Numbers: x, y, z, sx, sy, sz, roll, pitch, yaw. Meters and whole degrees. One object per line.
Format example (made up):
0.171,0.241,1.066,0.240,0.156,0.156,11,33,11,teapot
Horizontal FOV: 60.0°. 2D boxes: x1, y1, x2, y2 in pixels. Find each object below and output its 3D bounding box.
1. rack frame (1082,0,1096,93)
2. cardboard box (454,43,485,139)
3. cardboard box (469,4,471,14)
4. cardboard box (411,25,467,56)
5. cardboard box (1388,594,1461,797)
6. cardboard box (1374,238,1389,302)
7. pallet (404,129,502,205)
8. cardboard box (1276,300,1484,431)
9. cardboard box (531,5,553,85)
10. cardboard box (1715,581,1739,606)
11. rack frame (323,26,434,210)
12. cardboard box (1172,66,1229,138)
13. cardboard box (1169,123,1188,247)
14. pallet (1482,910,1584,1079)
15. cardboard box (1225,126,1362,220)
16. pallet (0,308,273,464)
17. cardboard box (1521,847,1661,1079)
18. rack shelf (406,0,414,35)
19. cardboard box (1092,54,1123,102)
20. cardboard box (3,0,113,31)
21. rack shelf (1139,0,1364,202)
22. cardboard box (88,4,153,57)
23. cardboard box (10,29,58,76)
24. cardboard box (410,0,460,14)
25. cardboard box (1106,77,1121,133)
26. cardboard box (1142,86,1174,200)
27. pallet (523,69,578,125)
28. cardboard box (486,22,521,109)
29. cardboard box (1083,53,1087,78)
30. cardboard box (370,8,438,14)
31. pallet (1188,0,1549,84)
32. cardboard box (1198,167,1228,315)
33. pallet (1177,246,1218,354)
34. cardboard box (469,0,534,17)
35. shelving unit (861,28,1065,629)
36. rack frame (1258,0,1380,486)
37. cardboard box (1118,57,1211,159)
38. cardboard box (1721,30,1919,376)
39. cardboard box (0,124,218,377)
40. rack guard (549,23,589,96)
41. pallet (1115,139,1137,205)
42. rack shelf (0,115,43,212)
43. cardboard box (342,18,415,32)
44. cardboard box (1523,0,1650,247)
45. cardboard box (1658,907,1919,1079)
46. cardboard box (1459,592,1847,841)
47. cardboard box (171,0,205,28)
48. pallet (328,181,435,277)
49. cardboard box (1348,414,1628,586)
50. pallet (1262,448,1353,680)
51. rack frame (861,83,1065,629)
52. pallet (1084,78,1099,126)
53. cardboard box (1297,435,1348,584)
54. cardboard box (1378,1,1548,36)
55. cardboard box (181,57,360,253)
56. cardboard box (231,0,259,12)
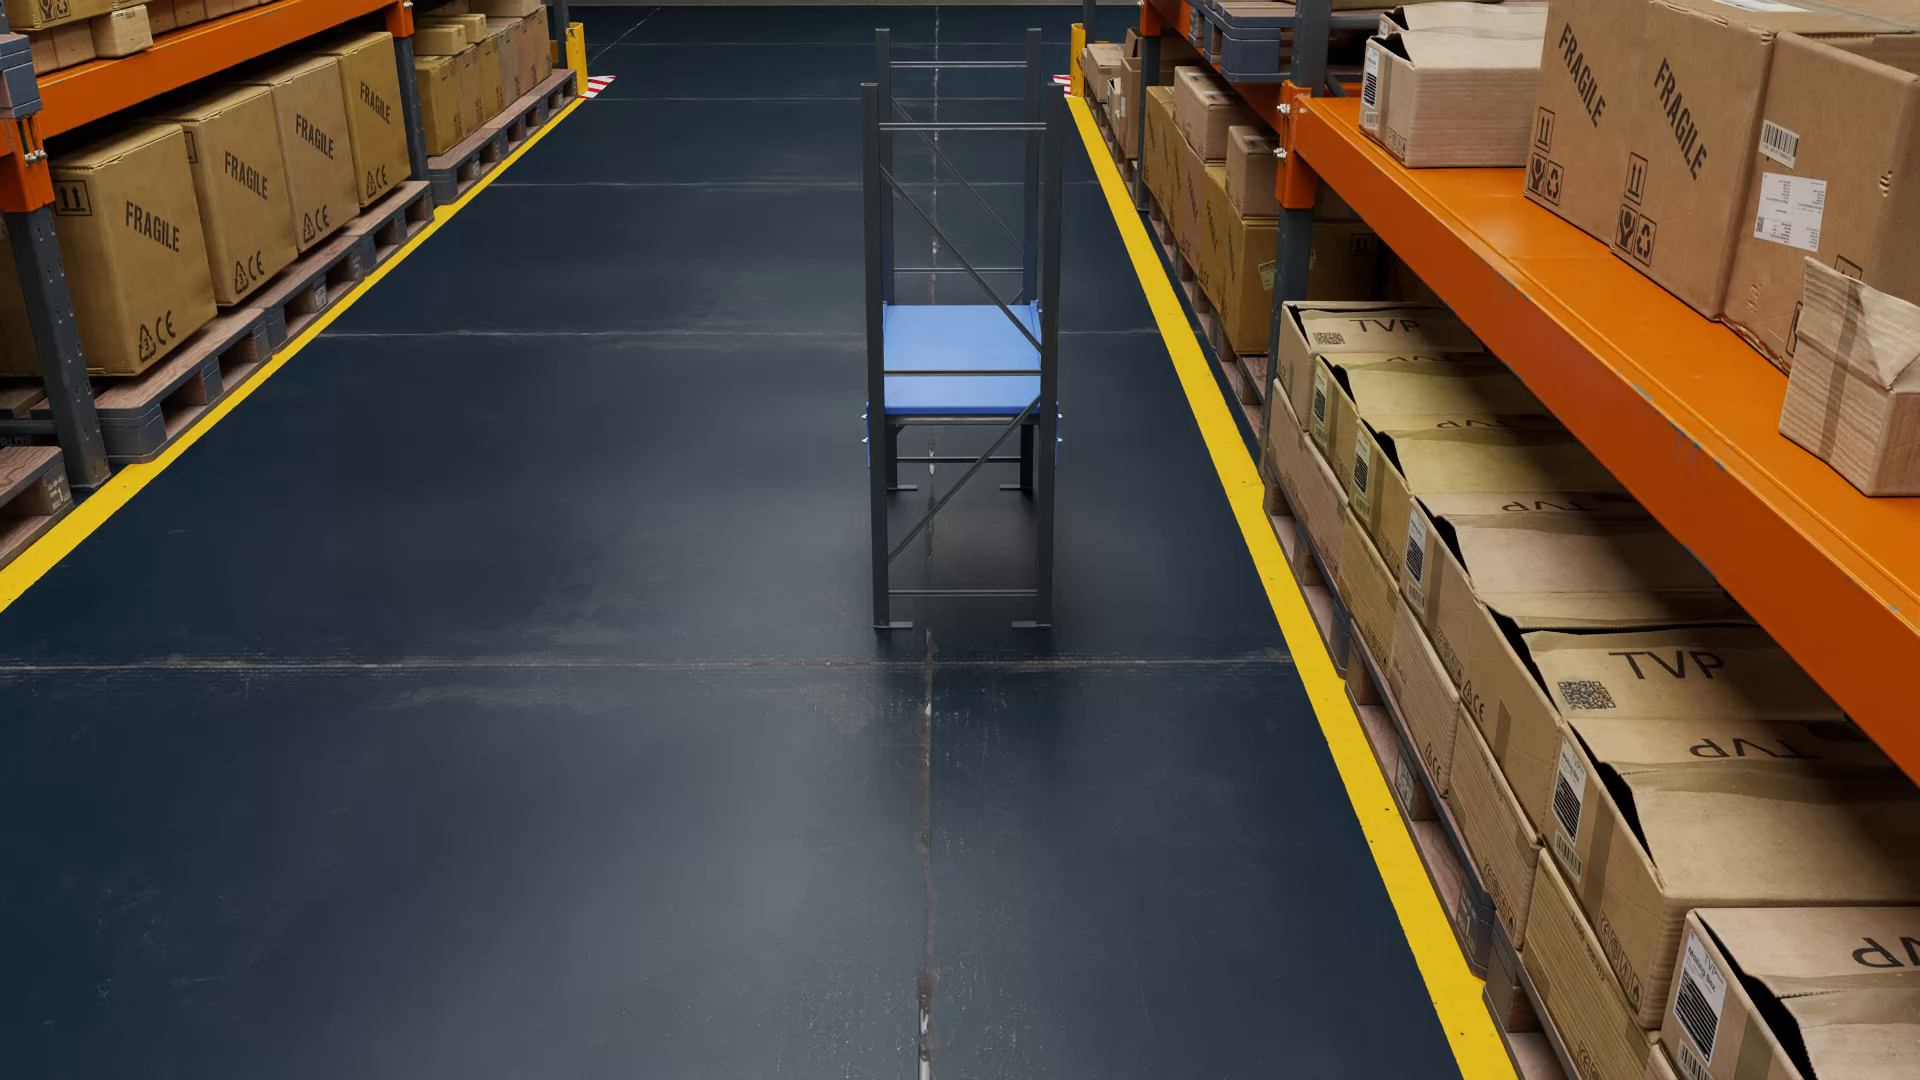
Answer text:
1.448,-4.874,12.387,1.000,3.000,0.127,0,24,-1,rack frame
-3.370,-2.770,10.259,0.700,0.500,0.500,0,24,-1,cardboard box
-3.593,-3.752,11.643,0.380,0.149,0.250,0,24,0,cardboard box
-3.189,-3.001,9.981,0.380,0.149,0.250,1,24,1,cardboard box
1.270,0.333,3.700,0.500,0.250,0.500,0,24,1,cardboard box
1.804,-1.044,6.417,0.500,0.500,0.500,-1,24,-2,cardboard box
-3.392,-2.245,9.958,1.003,0.211,1.213,0,24,-1,pallet
1.247,-0.555,4.983,0.500,0.311,0.500,1,24,1,cardboard box
-3.398,-3.615,12.126,0.700,0.500,0.500,0,24,-1,cardboard box
1.805,0.072,3.598,0.500,0.311,0.500,0,24,1,cardboard box
-3.462,-3.202,8.690,1.000,3.000,0.127,0,24,-1,rack frame
1.264,-2.017,7.659,0.500,0.250,0.500,0,24,0,cardboard box
1.268,-1.661,7.783,0.500,0.500,0.500,0,24,0,cardboard box
1.532,1.038,2.700,1.003,0.211,1.213,0,24,-1,pallet
1.285,-1.388,6.269,0.500,0.250,0.500,1,24,1,cardboard box
-3.352,-0.609,6.340,1.003,0.211,1.213,0,24,-1,pallet
1.280,0.754,2.770,0.500,0.250,0.500,-1,24,-1,cardboard box
-3.484,-3.699,10.661,1.077,0.370,4.000,0,24,-1,rack shelf
1.181,-3.185,11.454,0.500,0.250,0.500,0,24,-1,cardboard box
-3.168,-1.945,5.405,0.500,0.500,0.500,0,24,1,cardboard box
1.513,-2.074,7.069,1.077,0.370,4.000,0,24,-1,rack shelf
-3.103,-1.799,5.868,0.380,0.149,0.250,0,24,1,cardboard box
-3.190,-1.585,5.396,0.380,0.149,0.250,-1,24,-1,cardboard box
-3.587,-3.544,11.183,0.380,0.149,0.250,0,24,0,cardboard box
1.193,-2.744,10.406,0.500,0.311,0.500,0,24,-1,cardboard box
1.253,-2.087,8.724,0.500,0.500,0.500,-1,24,-3,cardboard box
-3.419,-3.251,12.182,1.003,0.211,1.213,0,24,-1,pallet
-3.386,-3.201,11.212,0.700,0.500,0.500,-1,24,-2,cardboard box
1.111,-3.507,12.268,0.380,0.166,0.250,0,24,-1,cardboard box
-3.582,-3.334,10.719,0.380,0.149,0.250,-1,24,-2,cardboard box
1.457,-1.769,5.755,1.213,0.211,1.003,0,24,-1,pallet
1.285,-1.237,6.844,0.500,0.500,0.500,-1,24,-2,cardboard box
1.554,-1.116,7.463,1.003,0.211,1.213,0,24,-1,pallet
-3.211,-3.753,11.645,0.380,0.149,0.250,0,24,1,cardboard box
0.001,-0.648,4.863,0.538,1.500,1.048,0,24,-1,shelving unit
1.535,-1.578,5.099,1.000,3.000,0.127,0,24,-1,rack frame
1.201,-2.521,9.684,0.500,0.500,0.500,0,24,-1,cardboard box
1.581,-0.509,2.613,0.500,0.500,0.500,1,24,3,cardboard box
-3.295,-1.069,6.074,0.750,0.750,0.750,-1,24,-1,cardboard box
-3.506,-3.721,12.872,1.175,0.500,0.348,0,24,-1,rack guard
1.485,-2.238,9.943,1.003,0.211,1.213,0,24,-1,pallet
-3.397,-0.402,3.372,1.077,0.370,4.000,0,24,-1,rack shelf
-3.576,-3.124,10.254,0.380,0.149,0.250,-1,24,-2,cardboard box
1.570,-0.932,3.549,0.500,0.500,0.500,-2,24,-3,cardboard box
1.288,0.711,2.185,0.500,0.311,0.500,0,24,-1,cardboard box
1.272,0.291,3.113,0.500,0.311,0.500,0,24,-1,cardboard box
-3.232,-2.115,6.568,0.380,0.149,0.250,0,24,0,cardboard box
-3.378,-1.614,8.563,1.003,0.211,1.213,0,24,-1,pallet
1.264,-0.128,4.040,0.500,0.311,0.500,-1,24,-2,cardboard box
1.505,0.032,4.923,1.003,0.211,1.213,0,24,-1,pallet
0.006,-0.439,4.400,0.500,1.500,0.032,0,24,-1,rack frame
1.458,-3.244,12.166,1.003,0.211,1.213,0,24,-1,pallet
1.253,-0.092,4.641,0.500,0.250,0.500,-1,24,-2,cardboard box
1.495,-1.387,4.785,0.500,0.311,0.500,1,24,3,cardboard box
-3.312,-1.781,7.646,0.750,0.750,0.750,0,24,1,cardboard box
-3.214,-2.326,7.033,0.380,0.149,0.250,0,24,1,cardboard box
